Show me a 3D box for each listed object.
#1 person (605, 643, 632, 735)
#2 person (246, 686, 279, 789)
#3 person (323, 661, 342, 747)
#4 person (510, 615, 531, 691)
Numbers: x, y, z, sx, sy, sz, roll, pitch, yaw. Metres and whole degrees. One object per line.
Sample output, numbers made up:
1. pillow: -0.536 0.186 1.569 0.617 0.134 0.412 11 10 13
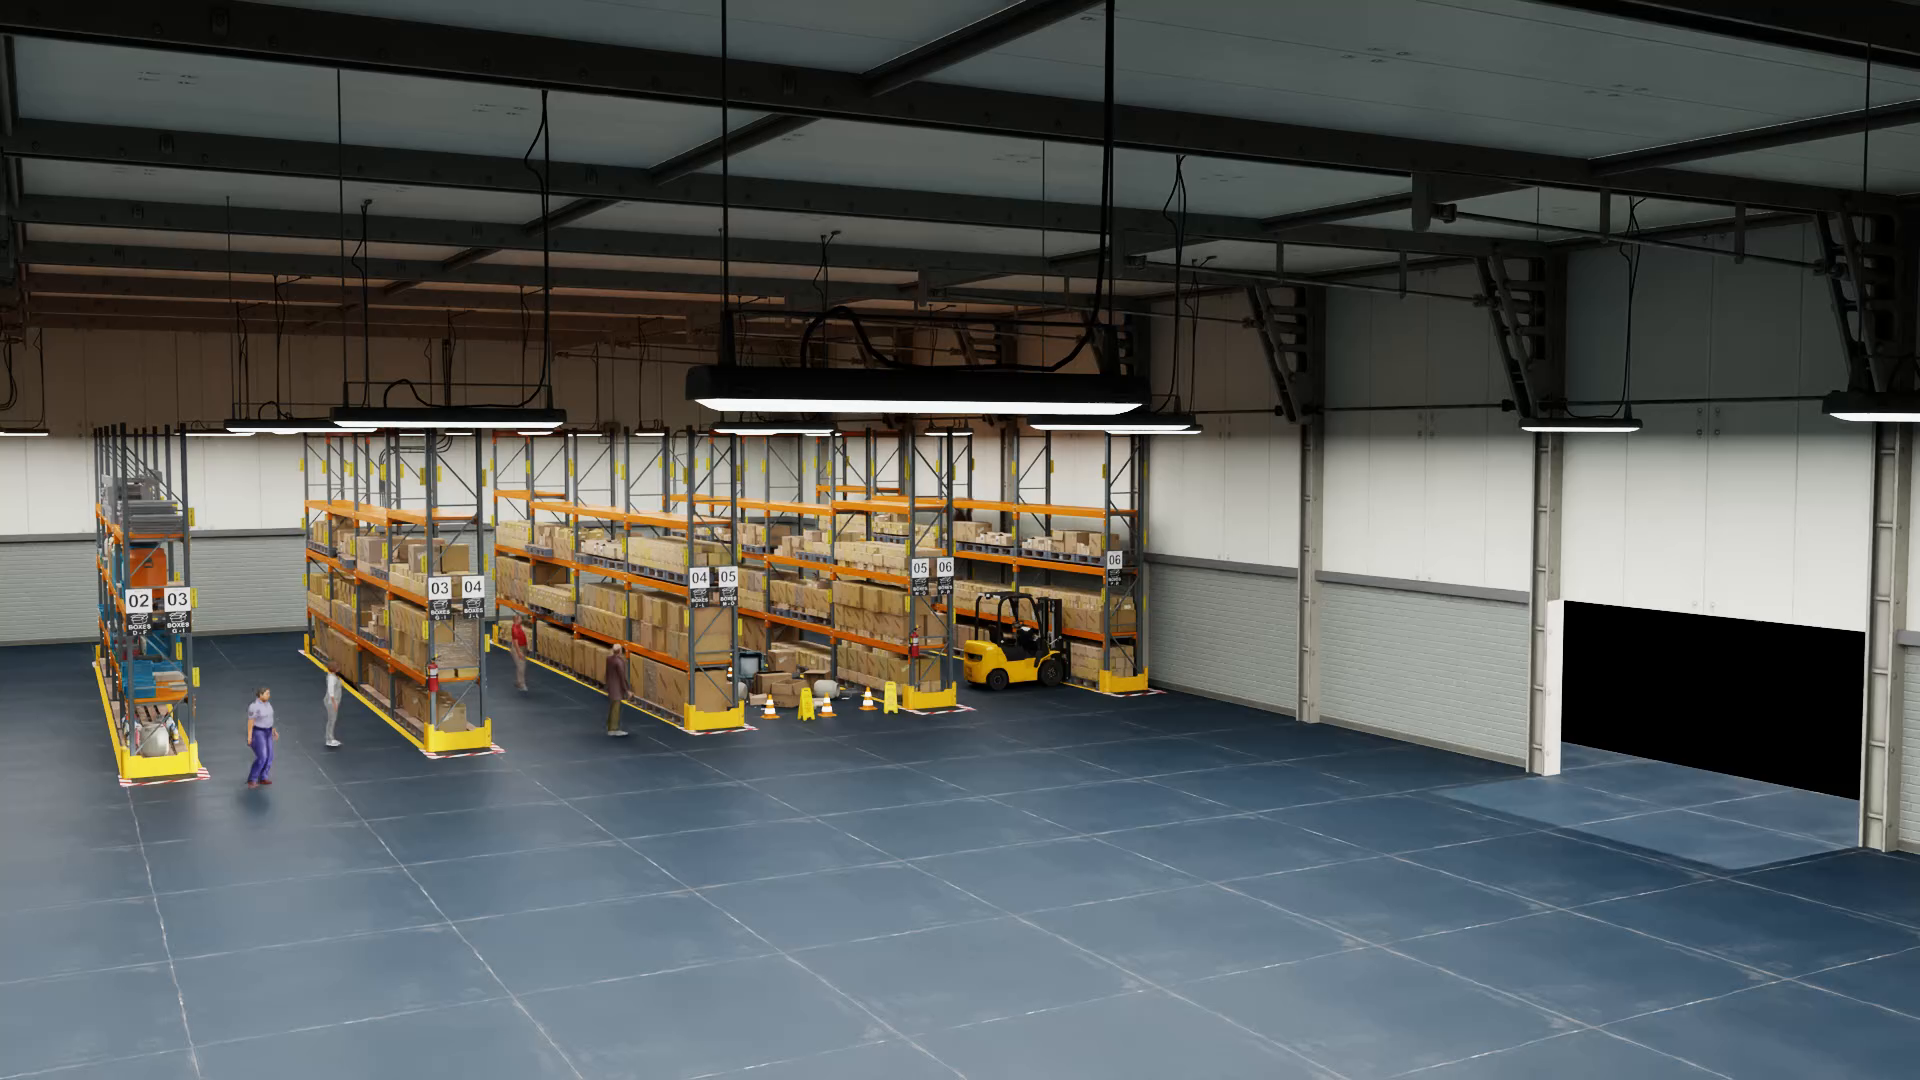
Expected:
1. person: -6.669 2.902 32.235 0.482 1.827 0.686 -2 4 -31
2. person: -11.574 3.269 27.526 0.374 1.690 0.632 1 3 8
3. person: -11.710 3.046 31.029 0.374 1.602 0.467 0 3 -6
4. person: -10.029 2.584 38.099 0.550 1.760 0.567 0 3 5
